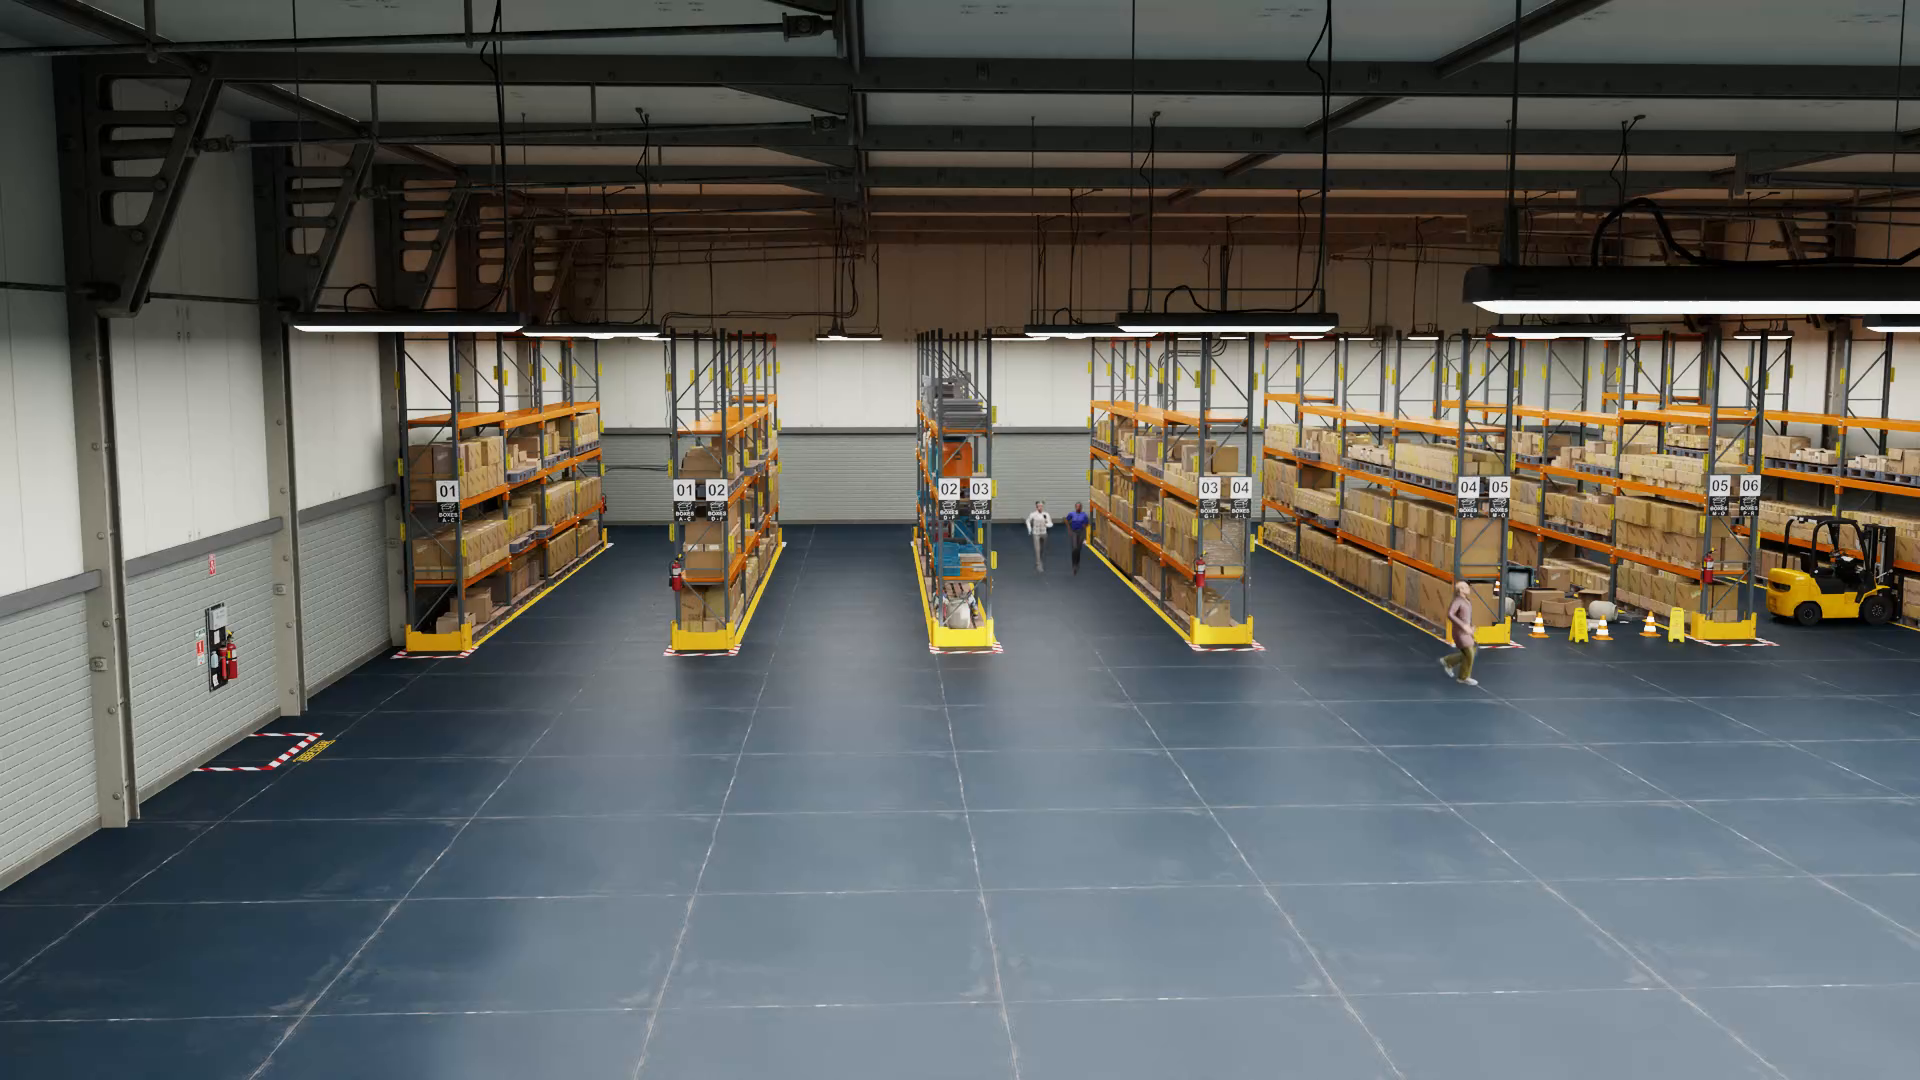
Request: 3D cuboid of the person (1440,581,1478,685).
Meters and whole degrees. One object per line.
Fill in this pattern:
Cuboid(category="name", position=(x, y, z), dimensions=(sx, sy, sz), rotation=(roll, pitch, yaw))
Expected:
Cuboid(category="person", position=(8.427, 1.561, 28.076), dimensions=(0.693, 1.739, 0.742), rotation=(5, 8, 34))

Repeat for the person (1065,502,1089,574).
Cuboid(category="person", position=(2.857, -0.063, 40.396), dimensions=(0.555, 1.737, 0.752), rotation=(-1, 7, -8))

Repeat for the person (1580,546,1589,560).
Cuboid(category="person", position=(16.048, -0.160, 42.816), dimensions=(0.635, 1.760, 0.751), rotation=(-1, 7, -7))

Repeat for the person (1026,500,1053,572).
Cuboid(category="person", position=(1.927, -0.099, 40.055), dimensions=(0.613, 1.721, 0.896), rotation=(-1, 7, -9))
